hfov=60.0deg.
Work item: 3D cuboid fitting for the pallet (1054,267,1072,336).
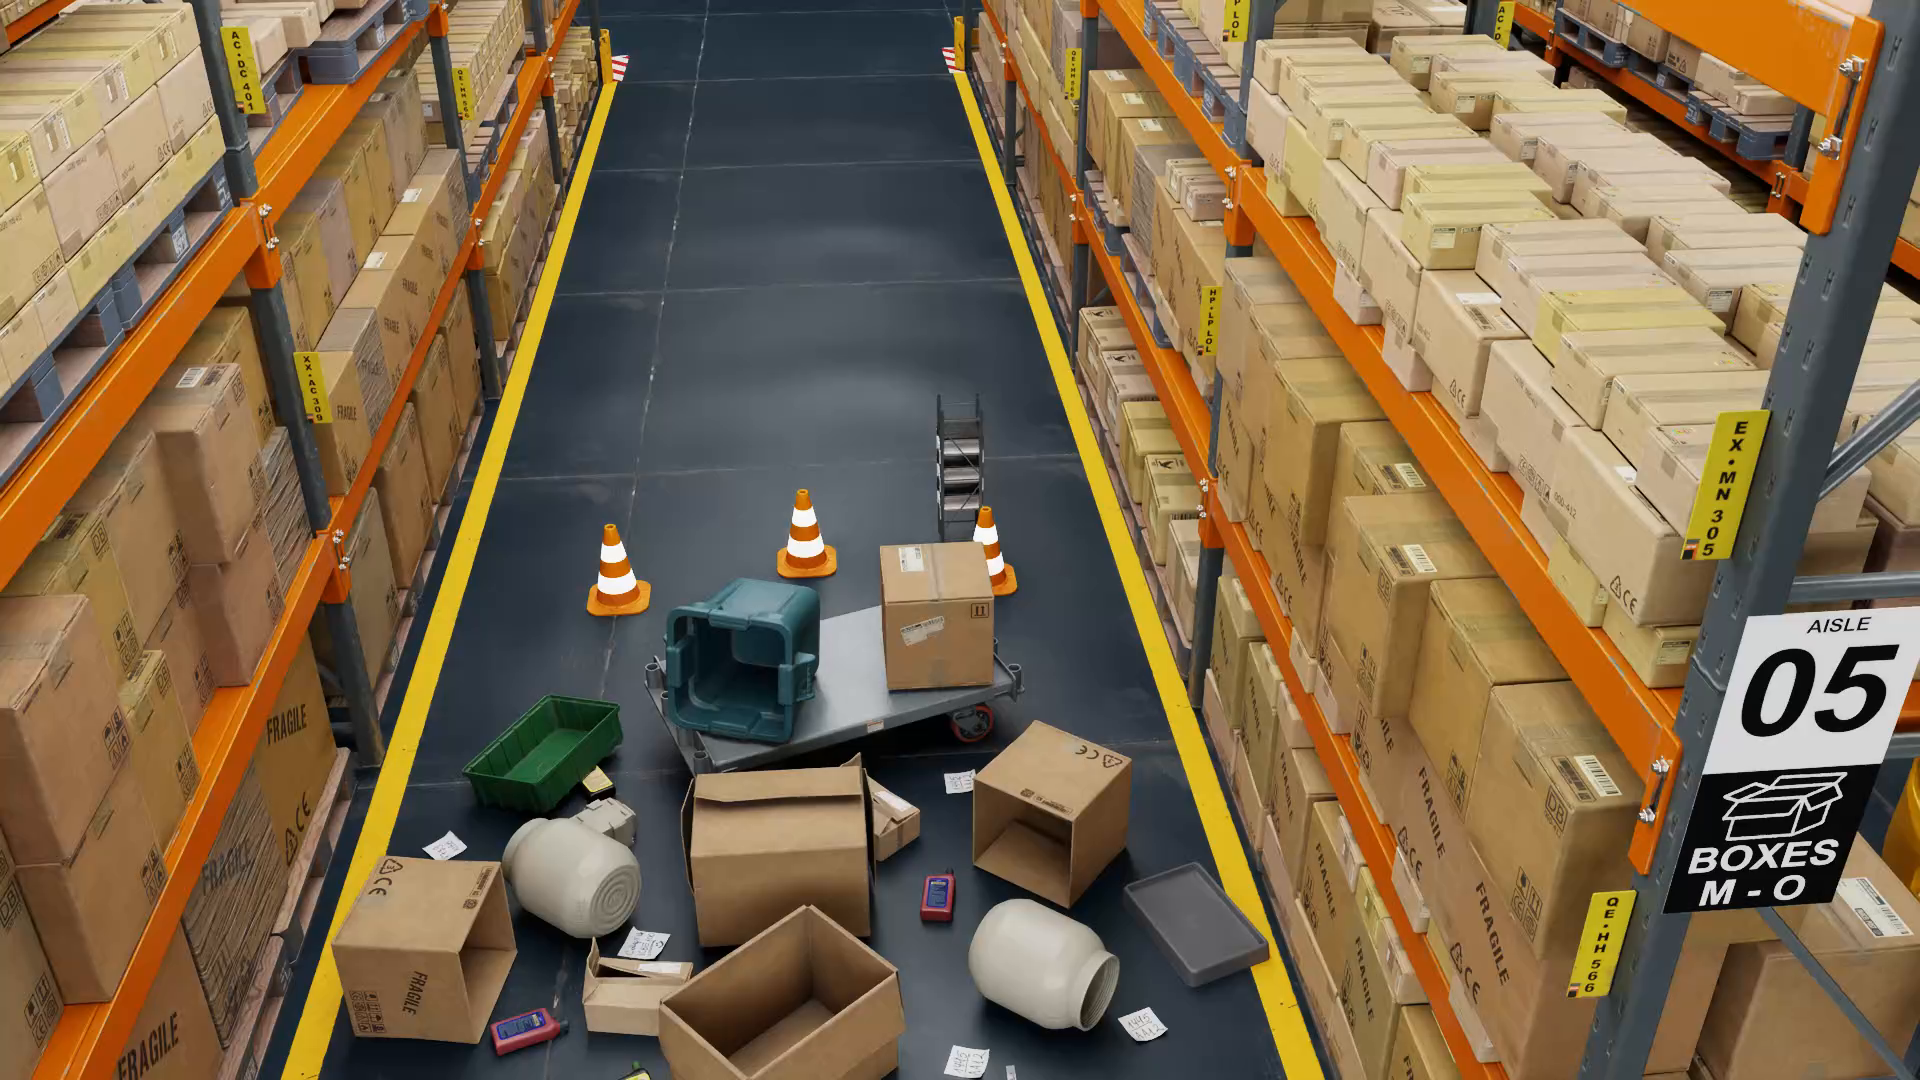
[{"bbox_3d":[1.283,-1.744,12.465,1.003,0.211,1.213,-3,31,-5],"label":"pallet"}]

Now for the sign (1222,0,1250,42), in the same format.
[{"bbox_3d":[1.103,-2.143,6.600,0.100,0.325,0.005,-3,31,-5],"label":"sign"}]

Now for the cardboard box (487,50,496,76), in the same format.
[{"bbox_3d":[-3.634,-3.498,12.227,0.380,0.149,0.250,-2,31,-3],"label":"cardboard box"}]

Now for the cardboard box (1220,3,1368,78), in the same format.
[{"bbox_3d":[1.456,-2.188,7.300,0.500,0.250,0.500,-3,31,-6],"label":"cardboard box"}]

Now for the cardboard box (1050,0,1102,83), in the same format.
[{"bbox_3d":[0.916,-3.520,11.647,0.500,0.500,0.500,-2,31,-4],"label":"cardboard box"}]

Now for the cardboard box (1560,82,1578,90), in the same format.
[{"bbox_3d":[5.618,-4.007,14.929,0.380,0.149,0.250,-1,31,-2],"label":"cardboard box"}]

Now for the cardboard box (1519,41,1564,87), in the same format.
[{"bbox_3d":[5.576,-4.681,16.691,0.700,0.500,0.500,-4,31,-6],"label":"cardboard box"}]

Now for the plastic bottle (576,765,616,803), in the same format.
[{"bbox_3d":[-1.736,1.126,7.806,0.133,0.061,0.283,-20,36,-30],"label":"plastic bottle"}]

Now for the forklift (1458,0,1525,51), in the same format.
[{"bbox_3d":[2.752,-2.031,10.293,1.130,2.935,3.031,3,31,5],"label":"forklift"}]

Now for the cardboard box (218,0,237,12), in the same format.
[{"bbox_3d":[-3.647,-2.561,7.768,0.500,0.311,0.500,-4,31,-6],"label":"cardboard box"}]

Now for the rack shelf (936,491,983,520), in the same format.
[{"bbox_3d":[-0.001,-0.207,9.636,0.258,0.077,0.200,-3,31,-5],"label":"rack shelf"}]

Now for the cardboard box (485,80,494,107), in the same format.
[{"bbox_3d":[-3.604,-3.234,12.075,0.380,0.149,0.250,-2,31,-4],"label":"cardboard box"}]

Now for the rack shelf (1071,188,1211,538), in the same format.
[{"bbox_3d":[1.468,-1.205,9.545,1.077,0.370,4.000,-3,31,-5],"label":"rack shelf"}]

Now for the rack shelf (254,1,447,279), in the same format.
[{"bbox_3d":[-3.451,-2.204,8.292,1.077,0.370,4.000,-3,31,-5],"label":"rack shelf"}]

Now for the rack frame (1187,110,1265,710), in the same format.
[{"bbox_3d":[1.655,-0.493,7.651,1.000,3.000,0.127,-3,31,-5],"label":"rack frame"}]

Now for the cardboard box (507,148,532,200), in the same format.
[{"bbox_3d":[-3.592,-2.817,12.839,0.500,0.250,0.500,-4,31,-7],"label":"cardboard box"}]

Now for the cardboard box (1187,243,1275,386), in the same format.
[{"bbox_3d":[1.383,-1.069,7.818,0.500,0.500,0.500,-3,31,-6],"label":"cardboard box"}]

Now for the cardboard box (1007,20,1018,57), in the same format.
[{"bbox_3d":[0.686,-4.276,14.130,0.500,0.250,0.500,-3,31,-6],"label":"cardboard box"}]

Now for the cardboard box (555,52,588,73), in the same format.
[{"bbox_3d":[-3.925,-4.758,16.581,0.380,0.149,0.250,-2,31,-3],"label":"cardboard box"}]

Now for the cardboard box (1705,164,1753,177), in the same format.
[{"bbox_3d":[5.908,-2.812,12.929,0.380,0.149,0.250,-2,31,-3],"label":"cardboard box"}]

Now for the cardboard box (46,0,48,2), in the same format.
[{"bbox_3d":[-8.850,-5.217,15.805,0.380,0.149,0.250,-3,31,-4],"label":"cardboard box"}]

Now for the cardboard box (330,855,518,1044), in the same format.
[{"bbox_3d":[-2.097,1.611,6.563,0.500,0.500,0.500,2,31,4],"label":"cardboard box"}]

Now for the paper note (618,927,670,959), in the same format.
[{"bbox_3d":[-1.315,1.679,6.917,0.172,0.023,0.155,8,32,13],"label":"paper note"}]

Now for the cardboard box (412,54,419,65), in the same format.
[{"bbox_3d":[-4.335,-3.611,12.706,0.380,0.149,0.250,-4,31,-7],"label":"cardboard box"}]

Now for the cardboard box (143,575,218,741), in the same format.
[{"bbox_3d":[-3.210,0.480,5.875,0.875,0.550,0.550,-3,31,-5],"label":"cardboard box"}]

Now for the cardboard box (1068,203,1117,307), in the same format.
[{"bbox_3d":[1.299,-2.160,12.104,0.875,0.875,0.875,-3,31,-5],"label":"cardboard box"}]

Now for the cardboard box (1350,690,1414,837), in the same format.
[{"bbox_3d":[1.618,0.603,5.428,0.500,0.500,0.500,-3,31,-5],"label":"cardboard box"}]

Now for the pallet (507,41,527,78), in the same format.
[{"bbox_3d":[-4.085,-3.809,13.390,1.003,0.211,1.213,-3,31,-5],"label":"pallet"}]

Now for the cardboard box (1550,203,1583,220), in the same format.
[{"bbox_3d":[2.108,-0.854,5.186,0.500,0.250,0.500,-2,31,-4],"label":"cardboard box"}]

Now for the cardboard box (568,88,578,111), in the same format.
[{"bbox_3d":[-3.883,-4.232,15.991,0.380,0.149,0.250,-3,31,-5],"label":"cardboard box"}]

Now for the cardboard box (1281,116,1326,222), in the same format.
[{"bbox_3d":[1.481,-1.343,6.006,0.500,0.250,0.500,-3,31,-5],"label":"cardboard box"}]

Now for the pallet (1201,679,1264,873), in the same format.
[{"bbox_3d":[1.753,1.045,7.795,1.003,0.211,1.213,-3,31,-5],"label":"pallet"}]

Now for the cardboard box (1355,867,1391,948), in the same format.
[{"bbox_3d":[1.573,1.240,5.658,0.380,0.149,0.250,-2,31,-4],"label":"cardboard box"}]

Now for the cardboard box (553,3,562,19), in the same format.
[{"bbox_3d":[-3.865,-4.874,15.230,0.380,0.149,0.250,-2,31,-4],"label":"cardboard box"}]

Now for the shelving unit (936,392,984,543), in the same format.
[{"bbox_3d":[-0.001,-0.390,9.527,0.258,0.900,0.210,-3,31,-5],"label":"shelving unit"}]

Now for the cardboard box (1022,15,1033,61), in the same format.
[{"bbox_3d":[0.765,-3.966,13.123,0.500,0.250,0.500,-2,31,-4],"label":"cardboard box"}]

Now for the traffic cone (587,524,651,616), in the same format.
[{"bbox_3d":[-1.886,0.128,9.085,0.336,0.463,0.334,-3,31,-5],"label":"traffic cone"}]

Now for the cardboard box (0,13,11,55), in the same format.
[{"bbox_3d":[-3.568,-1.748,5.786,0.380,0.149,0.250,-2,31,-4],"label":"cardboard box"}]

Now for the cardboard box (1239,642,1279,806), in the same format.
[{"bbox_3d":[1.503,0.772,7.073,0.500,0.500,0.500,-2,31,-3],"label":"cardboard box"}]

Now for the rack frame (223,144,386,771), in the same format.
[{"bbox_3d":[-3.264,-0.204,7.167,1.000,3.000,0.127,-3,31,-5],"label":"rack frame"}]

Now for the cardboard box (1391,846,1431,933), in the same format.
[{"bbox_3d":[1.590,1.090,5.245,0.380,0.149,0.250,-2,31,-4],"label":"cardboard box"}]

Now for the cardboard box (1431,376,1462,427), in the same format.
[{"bbox_3d":[1.625,-0.455,4.906,0.380,0.149,0.250,-4,31,-6],"label":"cardboard box"}]

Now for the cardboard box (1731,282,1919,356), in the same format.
[{"bbox_3d":[2.248,-0.555,4.296,0.380,0.149,0.250,-3,31,-5],"label":"cardboard box"}]

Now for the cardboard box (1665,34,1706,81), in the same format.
[{"bbox_3d":[5.886,-3.824,12.717,0.797,0.503,0.637,-3,31,-6],"label":"cardboard box"}]

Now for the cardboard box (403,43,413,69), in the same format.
[{"bbox_3d":[-4.305,-3.596,12.391,0.380,0.149,0.250,-3,31,-5],"label":"cardboard box"}]

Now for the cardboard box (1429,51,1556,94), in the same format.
[{"bbox_3d":[2.003,-1.735,6.272,0.380,0.149,0.250,-3,31,-6],"label":"cardboard box"}]

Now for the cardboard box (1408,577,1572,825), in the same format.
[{"bbox_3d":[1.724,0.440,4.726,0.700,0.500,0.500,-2,31,-4],"label":"cardboard box"}]

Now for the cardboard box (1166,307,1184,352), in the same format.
[{"bbox_3d":[1.265,-1.080,8.469,0.380,0.149,0.250,-3,31,-5],"label":"cardboard box"}]

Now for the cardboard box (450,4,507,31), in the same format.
[{"bbox_3d":[-3.707,-4.018,12.807,0.380,0.149,0.250,-3,31,-5],"label":"cardboard box"}]

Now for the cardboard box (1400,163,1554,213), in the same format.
[{"bbox_3d":[1.587,-1.049,5.124,0.380,0.149,0.250,-2,31,-4],"label":"cardboard box"}]

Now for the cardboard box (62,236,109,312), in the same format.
[{"bbox_3d":[-2.791,-0.786,4.955,0.380,0.149,0.250,-3,31,-5],"label":"cardboard box"}]

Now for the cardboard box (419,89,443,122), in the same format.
[{"bbox_3d":[-3.488,-2.822,10.805,0.380,0.149,0.250,-3,31,-5],"label":"cardboard box"}]

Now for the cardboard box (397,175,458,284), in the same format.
[{"bbox_3d":[-3.283,-1.818,9.771,0.500,0.500,0.500,-3,31,-5],"label":"cardboard box"}]

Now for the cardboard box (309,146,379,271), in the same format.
[{"bbox_3d":[-3.459,-1.708,8.612,0.700,0.500,0.500,-3,31,-5],"label":"cardboard box"}]

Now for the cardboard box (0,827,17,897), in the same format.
[{"bbox_3d":[-3.030,0.842,4.216,0.875,0.550,0.550,-3,31,-5],"label":"cardboard box"}]

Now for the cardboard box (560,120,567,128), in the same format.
[{"bbox_3d":[-3.899,-3.834,15.614,0.380,0.149,0.250,-3,31,-6],"label":"cardboard box"}]

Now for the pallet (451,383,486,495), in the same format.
[{"bbox_3d":[-3.639,-0.643,10.621,1.003,0.211,1.213,-3,31,-5],"label":"pallet"}]

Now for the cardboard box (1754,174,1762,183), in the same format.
[{"bbox_3d":[6.450,-2.845,12.984,0.380,0.149,0.250,-4,31,-7],"label":"cardboard box"}]
